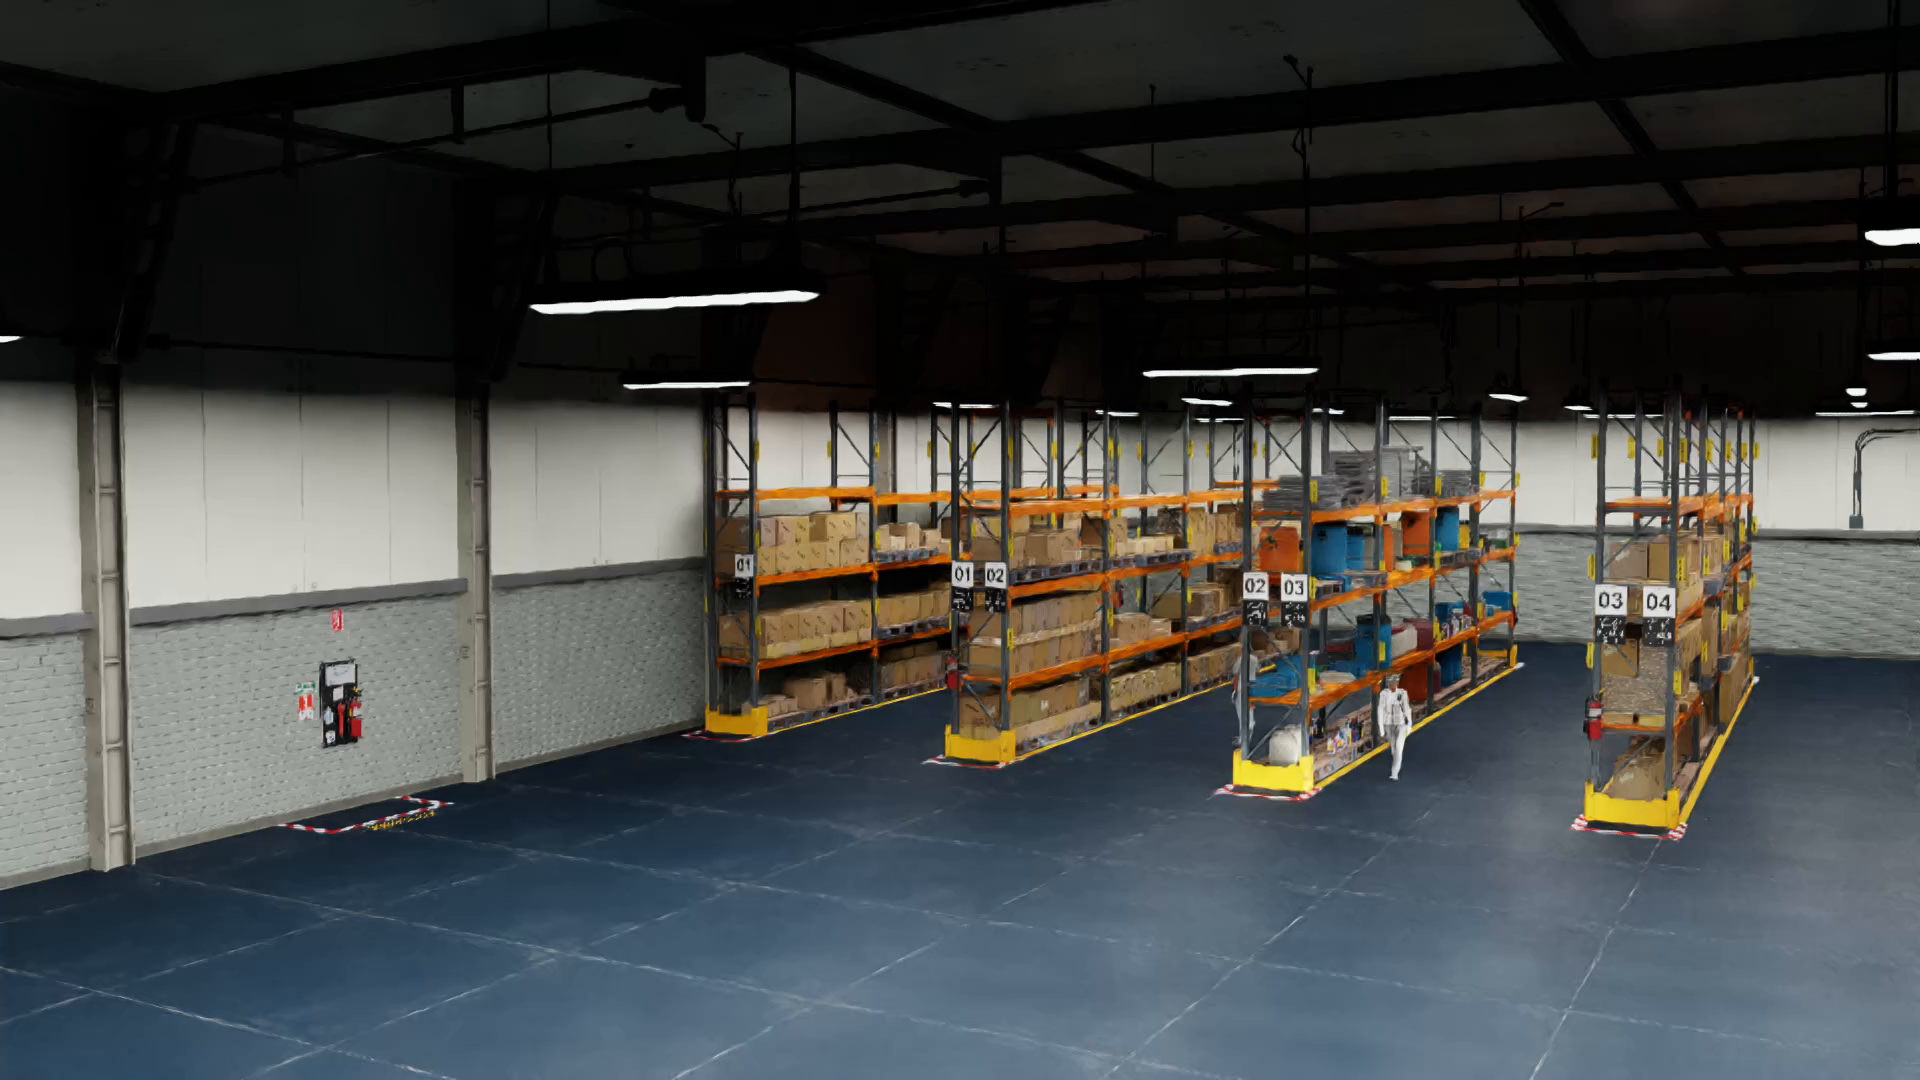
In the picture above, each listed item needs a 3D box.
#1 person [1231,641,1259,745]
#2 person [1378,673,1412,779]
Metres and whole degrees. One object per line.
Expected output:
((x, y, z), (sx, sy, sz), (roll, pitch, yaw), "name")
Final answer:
((4.796, 2.568, 28.203), (0.606, 1.786, 0.493), (-2, 4, -31), "person")
((6.638, 2.805, 25.480), (0.496, 1.586, 1.072), (2, 4, 30), "person")
